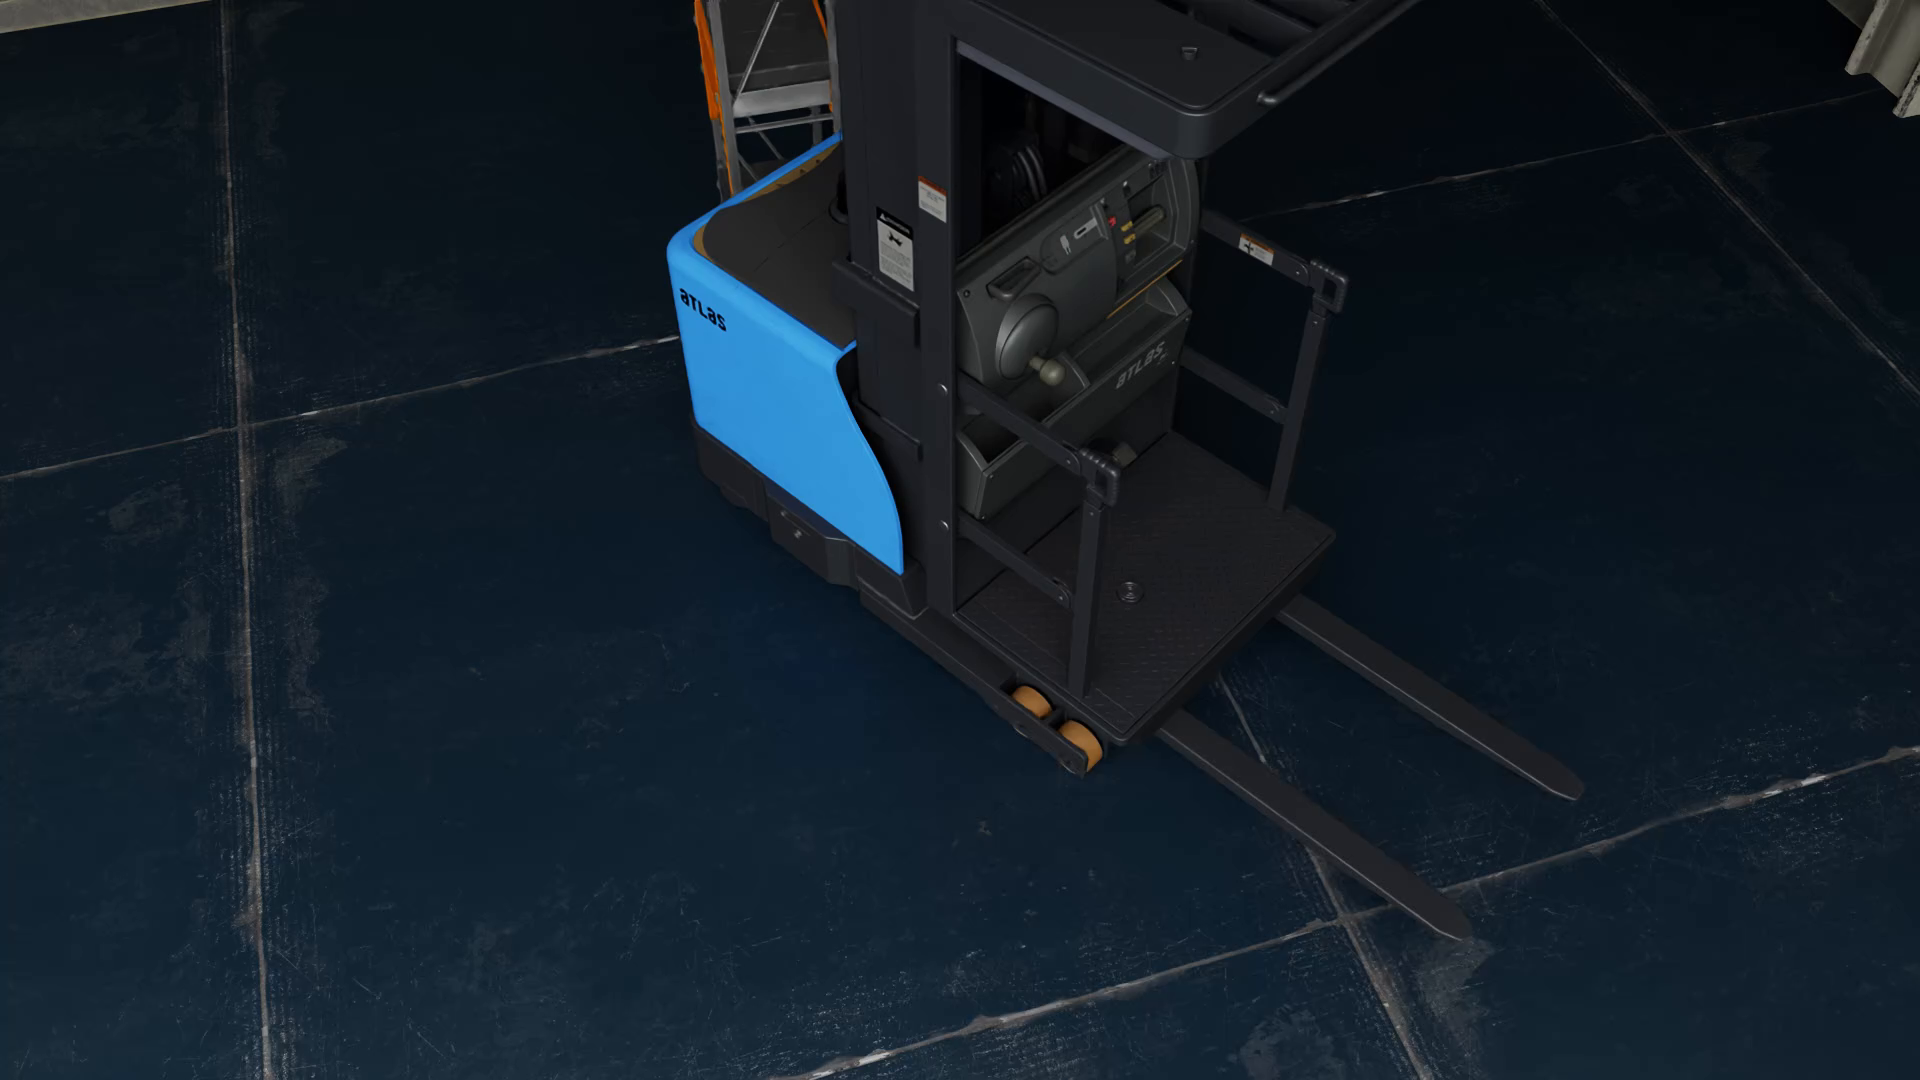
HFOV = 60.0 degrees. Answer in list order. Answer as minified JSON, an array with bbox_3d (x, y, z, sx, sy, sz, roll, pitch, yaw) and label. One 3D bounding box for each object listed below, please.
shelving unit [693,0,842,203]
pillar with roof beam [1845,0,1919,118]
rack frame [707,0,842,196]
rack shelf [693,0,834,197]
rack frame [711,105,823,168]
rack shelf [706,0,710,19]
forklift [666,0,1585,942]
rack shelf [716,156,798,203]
[{"bbox_3d":[-0.647,-1.566,5.697,0.431,2.100,0.503,-11,51,-9],"label":"shelving unit"},{"bbox_3d":[0.109,-3.962,3.205,9.100,9.000,0.400,-13,51,-11],"label":"pillar with roof beam"},{"bbox_3d":[-0.586,-1.385,5.544,0.400,2.100,0.015,-11,51,-9],"label":"rack frame"},{"bbox_3d":[-0.647,-1.557,5.707,0.431,0.518,0.480,-11,51,-9],"label":"rack shelf"},{"bbox_3d":[-0.708,-1.746,5.849,0.400,2.100,0.015,-11,51,-9],"label":"rack frame"},{"bbox_3d":[-0.647,-2.008,5.172,0.431,0.518,0.480,-11,51,-9],"label":"rack shelf"},{"bbox_3d":[0.492,-0.681,4.407,3.031,2.935,1.130,36,58,26],"label":"forklift"},{"bbox_3d":[-0.647,-1.106,6.242,0.431,0.518,0.480,-11,51,-9],"label":"rack shelf"}]
